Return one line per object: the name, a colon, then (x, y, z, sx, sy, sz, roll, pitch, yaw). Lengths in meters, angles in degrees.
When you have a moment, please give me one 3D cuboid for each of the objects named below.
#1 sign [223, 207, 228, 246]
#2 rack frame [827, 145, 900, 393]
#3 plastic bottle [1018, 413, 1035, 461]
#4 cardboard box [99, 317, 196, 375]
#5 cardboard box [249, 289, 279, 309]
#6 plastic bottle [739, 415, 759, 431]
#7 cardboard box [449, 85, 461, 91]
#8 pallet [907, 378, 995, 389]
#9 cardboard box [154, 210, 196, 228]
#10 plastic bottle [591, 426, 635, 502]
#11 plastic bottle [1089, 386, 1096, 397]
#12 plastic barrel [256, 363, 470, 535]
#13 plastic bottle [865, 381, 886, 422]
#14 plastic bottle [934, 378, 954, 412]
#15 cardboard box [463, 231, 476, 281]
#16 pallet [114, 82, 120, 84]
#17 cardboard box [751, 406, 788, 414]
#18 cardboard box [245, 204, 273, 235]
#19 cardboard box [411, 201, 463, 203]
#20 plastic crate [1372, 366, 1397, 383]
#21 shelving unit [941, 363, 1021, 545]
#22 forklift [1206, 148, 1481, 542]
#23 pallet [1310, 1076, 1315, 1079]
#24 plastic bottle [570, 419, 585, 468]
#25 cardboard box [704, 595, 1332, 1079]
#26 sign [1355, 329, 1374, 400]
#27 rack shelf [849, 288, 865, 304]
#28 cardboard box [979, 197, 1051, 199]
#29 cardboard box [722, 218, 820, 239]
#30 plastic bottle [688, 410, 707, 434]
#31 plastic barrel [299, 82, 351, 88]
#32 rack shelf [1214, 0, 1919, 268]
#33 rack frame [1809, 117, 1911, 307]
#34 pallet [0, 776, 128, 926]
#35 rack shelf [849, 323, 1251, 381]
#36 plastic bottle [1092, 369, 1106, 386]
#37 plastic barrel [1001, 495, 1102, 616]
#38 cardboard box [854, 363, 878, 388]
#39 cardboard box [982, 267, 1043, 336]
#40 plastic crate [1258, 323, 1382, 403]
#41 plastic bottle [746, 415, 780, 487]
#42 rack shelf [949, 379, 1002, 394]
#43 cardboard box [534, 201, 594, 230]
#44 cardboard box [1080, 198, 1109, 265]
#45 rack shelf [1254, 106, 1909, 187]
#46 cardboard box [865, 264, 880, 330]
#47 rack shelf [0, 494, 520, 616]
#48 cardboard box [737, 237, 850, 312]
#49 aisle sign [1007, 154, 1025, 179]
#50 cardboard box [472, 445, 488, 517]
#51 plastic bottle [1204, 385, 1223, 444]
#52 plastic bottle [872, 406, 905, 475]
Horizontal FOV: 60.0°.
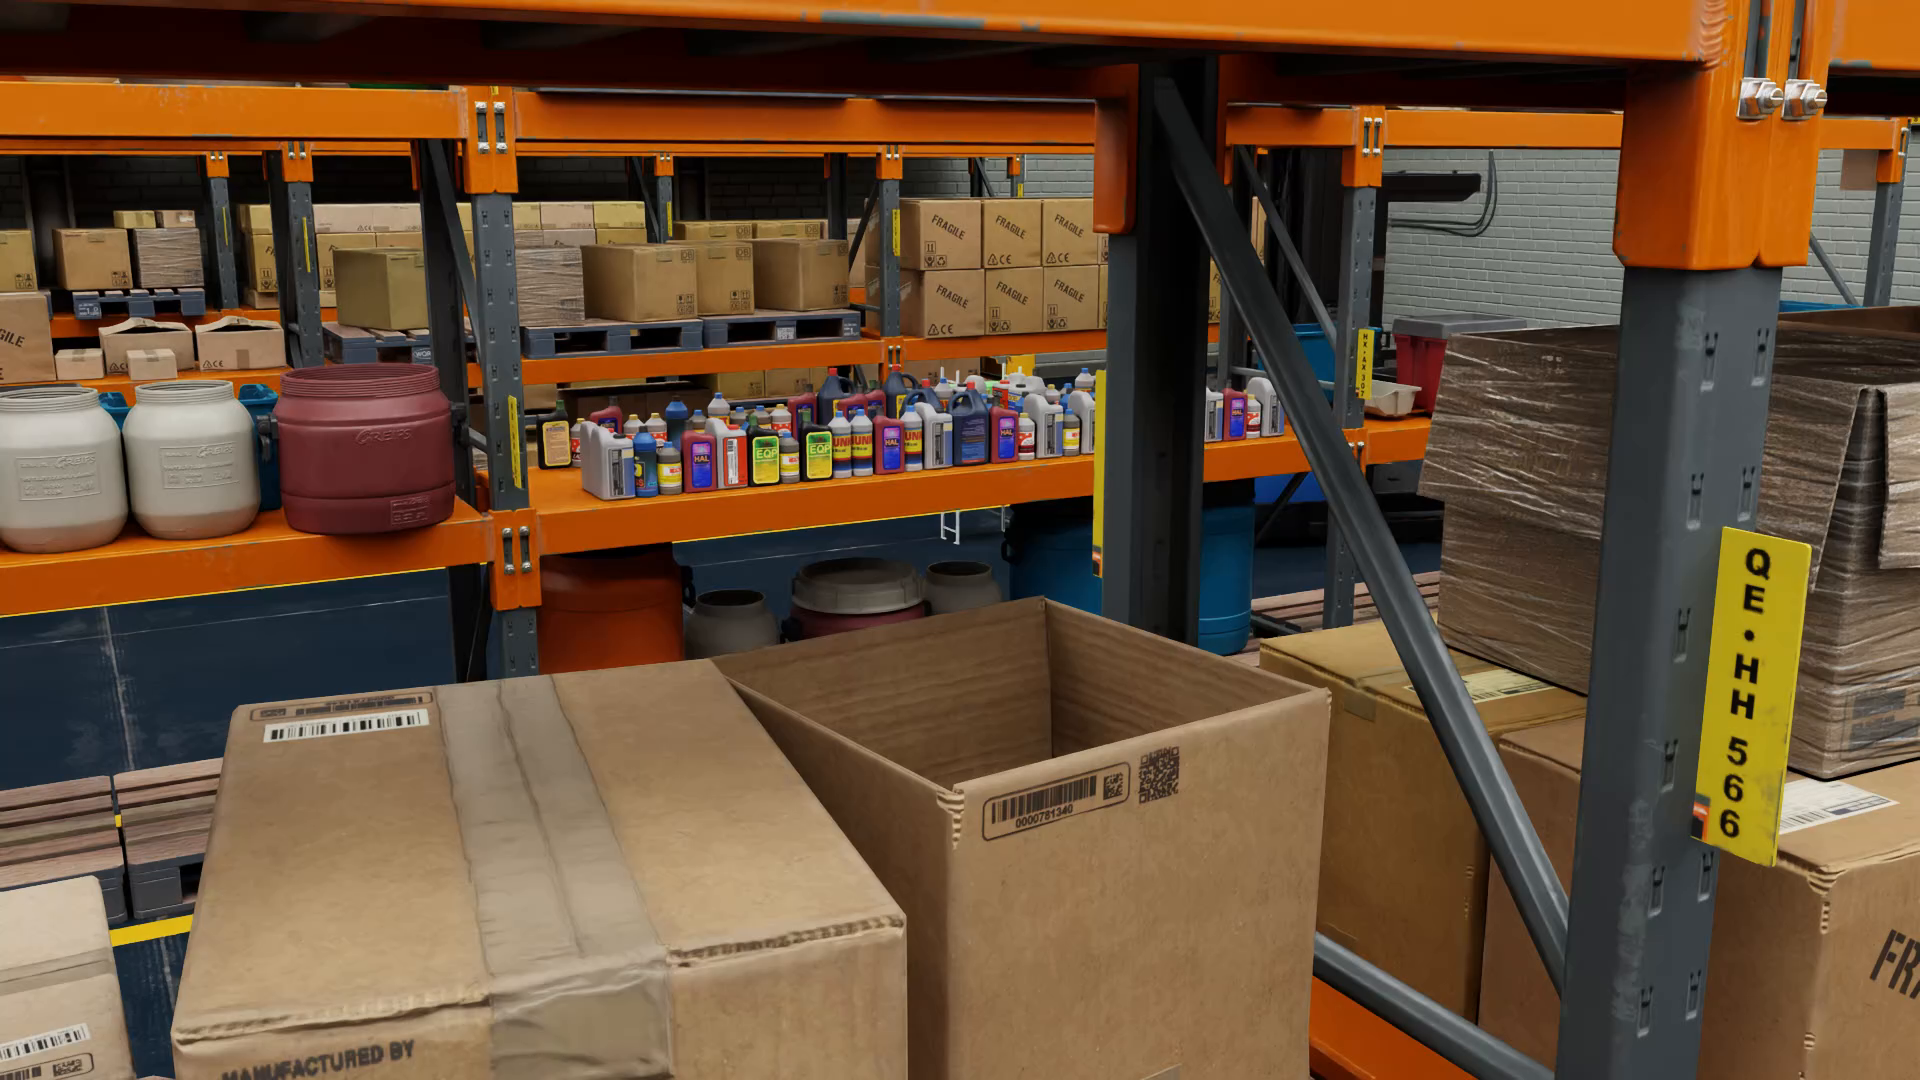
sign: (-6.347, -2.710, 14.361, 0.005, 0.325, 0.100, -7, 14, -28)
rack frame: (-0.728, -1.754, 12.569, 0.127, 3.000, 1.000, -7, 14, -28)
plastic bottle: (0.278, -0.450, 7.231, 0.097, 0.201, 0.097, 0, 13, 0)
cardboard box: (-5.117, -1.233, 10.457, 0.500, 0.311, 0.500, -7, 14, -29)
cardboard box: (-6.216, -2.164, 14.921, 0.250, 0.149, 0.380, -7, 14, -29)
plastic bottle: (-0.842, -0.366, 6.695, 0.097, 0.271, 0.097, 0, 13, 0)
cardboard box: (-3.424, -2.951, 10.830, 0.500, 0.500, 0.910, -7, 14, -28)
pallet: (-0.258, -1.669, 18.545, 1.213, 0.211, 1.003, -7, 14, -28)
cardboard box: (-6.904, -2.825, 14.622, 0.250, 0.149, 0.380, -9, 16, -35)
plastic bottle: (-1.334, -0.301, 6.395, 0.135, 0.276, 0.152, -7, 14, -28)
plastic bottle: (0.612, -0.563, 7.571, 0.097, 0.271, 0.097, 0, 13, 0)
plastic barrel: (-2.131, -0.337, 5.965, 0.708, 0.536, 0.600, -7, 14, -28)
plastic bottle: (-0.406, -0.588, 7.654, 0.133, 0.283, 0.061, -7, 14, -28)
plastic bottle: (-0.078, -0.632, 7.878, 0.097, 0.271, 0.097, 0, 13, 0)
cardboard box: (-4.713, -2.654, 15.620, 0.500, 0.500, 0.500, -6, 14, -26)
pallet: (-4.792, -2.615, 9.997, 1.003, 0.211, 1.213, -6, 14, -25)
cardboard box: (-1.269, -0.745, 12.778, 0.500, 0.500, 0.500, -8, 15, -30)
cardboard box: (-6.068, -2.858, 14.816, 0.500, 0.250, 0.500, -6, 14, -27)
cardboard box: (-4.987, -3.115, 15.960, 0.500, 0.250, 0.500, -7, 15, -29)
plastic crate: (2.496, -0.863, 9.103, 0.590, 0.125, 0.437, -7, 14, -28)
shelving unit: (0.145, -0.603, 11.555, 0.503, 1.200, 0.258, -7, 14, -28)
forklift: (2.933, -1.525, 11.710, 3.031, 2.935, 1.130, -2, 13, -10)
pallet: (-0.070, 0.766, 1.811, 1.003, 0.211, 1.213, -7, 14, -28)
plastic bottle: (-1.608, -0.414, 7.071, 0.097, 0.201, 0.097, 0, 13, 0)
cardboard box: (0.050, 0.388, 1.871, 0.500, 0.500, 0.500, -9, 16, -35)
sign: (1.904, -0.827, 7.824, 0.005, 0.325, 0.100, -7, 14, -28)
rack shelf: (-1.349, -2.567, 17.823, 4.000, 0.370, 1.077, -7, 14, -28)
cardboard box: (0.483, -2.501, 13.384, 0.500, 0.500, 0.500, -7, 14, -27)
cardboard box: (-1.977, -2.984, 17.353, 0.700, 0.700, 0.980, -7, 15, -29)
plastic bottle: (-1.149, -0.469, 7.315, 0.097, 0.201, 0.097, 0, 13, 0)
plastic barrel: (-2.288, -1.922, 6.232, 0.421, 0.512, 0.421, 0, 13, 0)
rack shelf: (2.260, -0.746, 2.899, 4.000, 0.370, 1.077, -7, 14, -28)
rack frame: (5.153, -1.219, 10.196, 0.127, 3.000, 1.000, -7, 14, -28)
pallet: (-3.637, 1.184, 5.867, 1.213, 0.211, 1.003, -7, 14, -28)
rack shelf: (1.028, -1.613, 13.583, 4.000, 0.370, 1.077, -7, 14, -28)
plastic bottle: (0.732, -0.724, 8.278, 0.135, 0.276, 0.152, -7, 14, -28)
plastic barrel: (0.535, 0.149, 7.939, 0.708, 0.901, 0.600, -7, 14, -28)
cardboard box: (-1.040, -1.915, 18.025, 0.500, 0.500, 0.700, -7, 15, -30)
cardboard box: (0.298, -1.858, 12.805, 0.500, 0.500, 0.500, -7, 14, -27)
plastic crate: (1.889, -0.935, 8.831, 0.575, 0.384, 0.392, -7, 14, -28)
plastic bottle: (-0.788, -0.358, 6.634, 0.133, 0.283, 0.061, -7, 14, -28)
rack shelf: (0.145, -1.009, 11.463, 0.480, 0.148, 0.258, -7, 14, -28)
cardboard box: (-3.845, -3.127, 16.013, 0.500, 0.250, 0.500, -6, 14, -27)
cardboard box: (1.178, -2.448, 13.152, 0.500, 0.500, 0.500, -6, 14, -26)
rack shelf: (3.398, -2.121, 9.010, 4.000, 0.370, 1.077, -7, 14, -28)
cardboard box: (-0.412, -1.904, 13.012, 0.500, 0.500, 0.500, -7, 14, -27)
rack shelf: (-3.624, 0.184, 5.600, 4.000, 0.370, 1.077, -7, 14, -28)
cardboard box: (-1.251, -2.001, 12.482, 0.700, 0.500, 0.500, 11, 17, 41)
aisle sign: (0.613, -4.347, 18.171, 0.004, 0.787, 0.394, -7, 14, -28)
cardboard box: (-3.245, -0.377, 11.143, 0.500, 0.500, 0.500, -7, 15, -30)
plastic bottle: (1.131, -0.596, 7.708, 0.135, 0.276, 0.152, -7, 14, -28)
plastic bottle: (-0.298, -0.417, 6.895, 0.133, 0.283, 0.061, -7, 14, -28)
